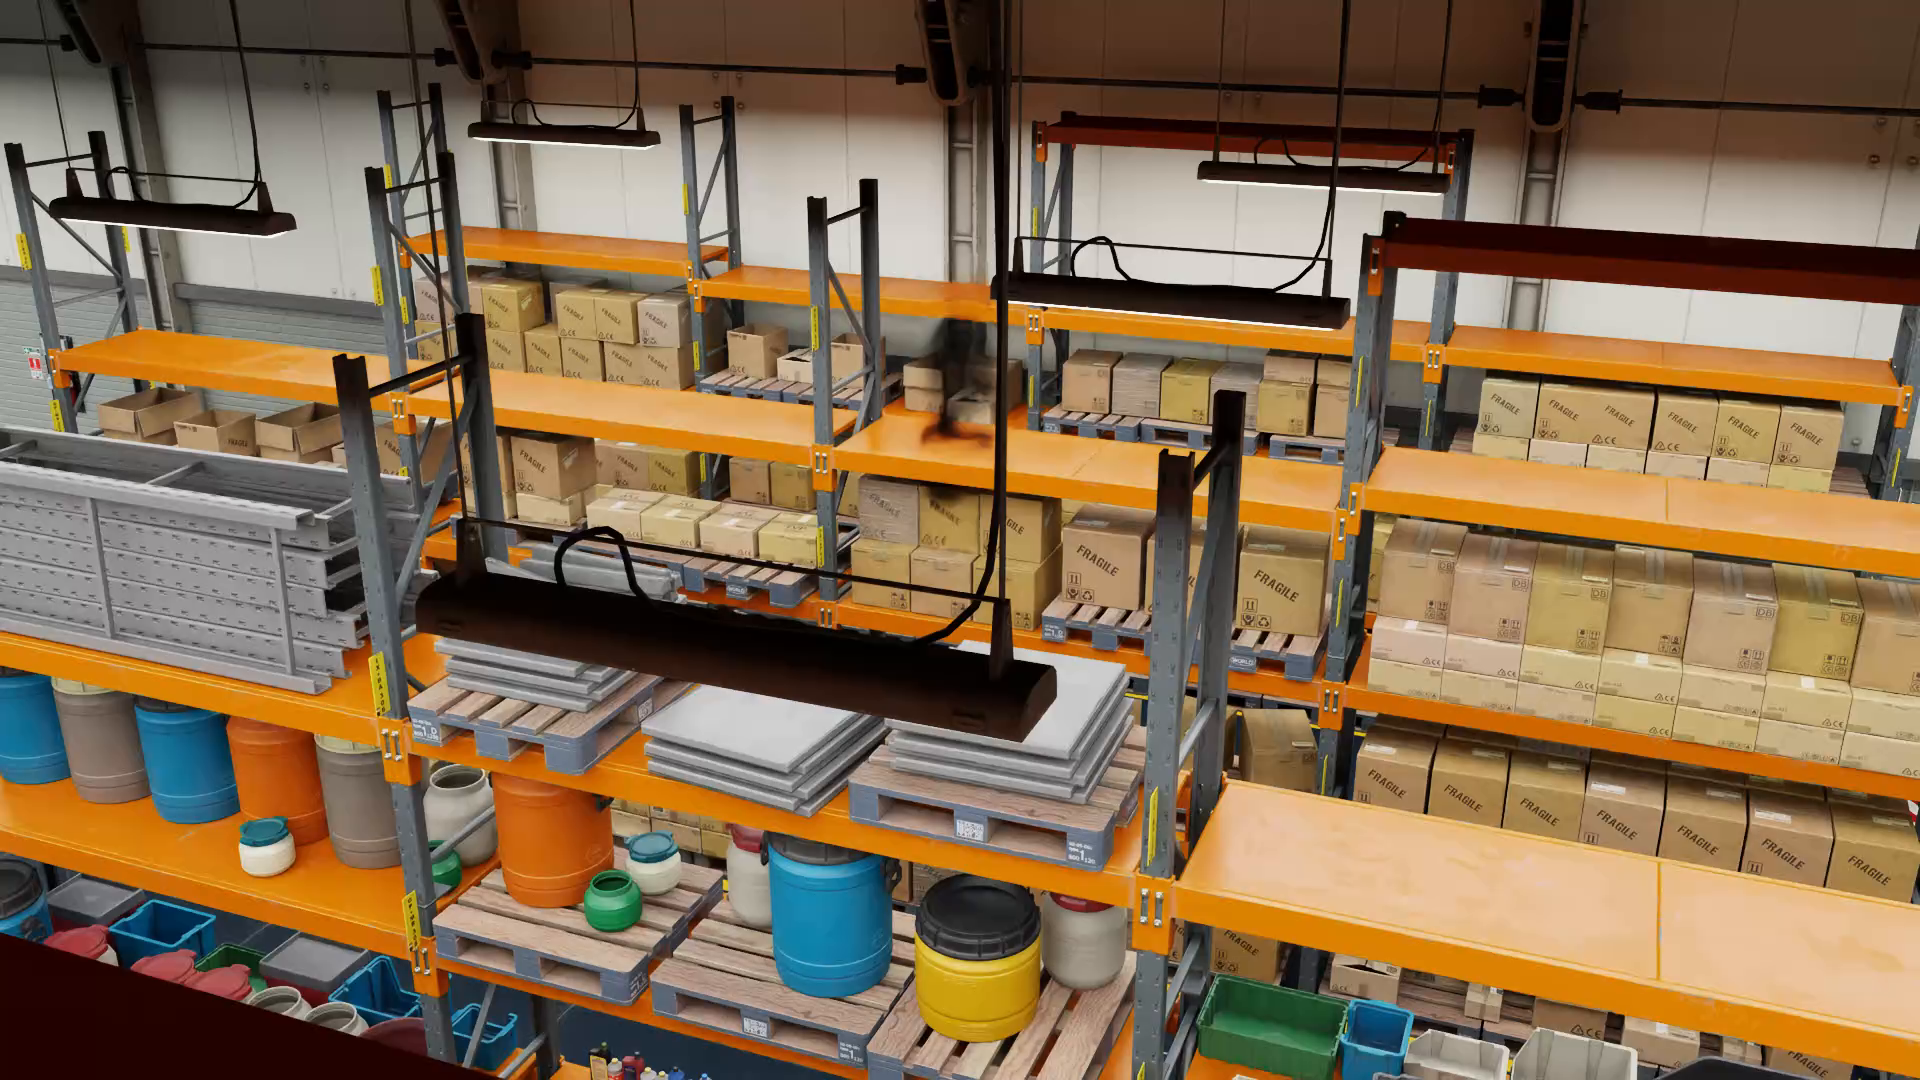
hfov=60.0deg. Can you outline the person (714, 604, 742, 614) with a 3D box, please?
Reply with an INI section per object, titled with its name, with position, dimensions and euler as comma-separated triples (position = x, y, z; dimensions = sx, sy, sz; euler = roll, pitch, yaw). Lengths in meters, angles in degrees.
[person]
position = -2.289, 1.295, 16.779
dimensions = 0.705, 1.632, 0.547
euler = 5, 21, 13
